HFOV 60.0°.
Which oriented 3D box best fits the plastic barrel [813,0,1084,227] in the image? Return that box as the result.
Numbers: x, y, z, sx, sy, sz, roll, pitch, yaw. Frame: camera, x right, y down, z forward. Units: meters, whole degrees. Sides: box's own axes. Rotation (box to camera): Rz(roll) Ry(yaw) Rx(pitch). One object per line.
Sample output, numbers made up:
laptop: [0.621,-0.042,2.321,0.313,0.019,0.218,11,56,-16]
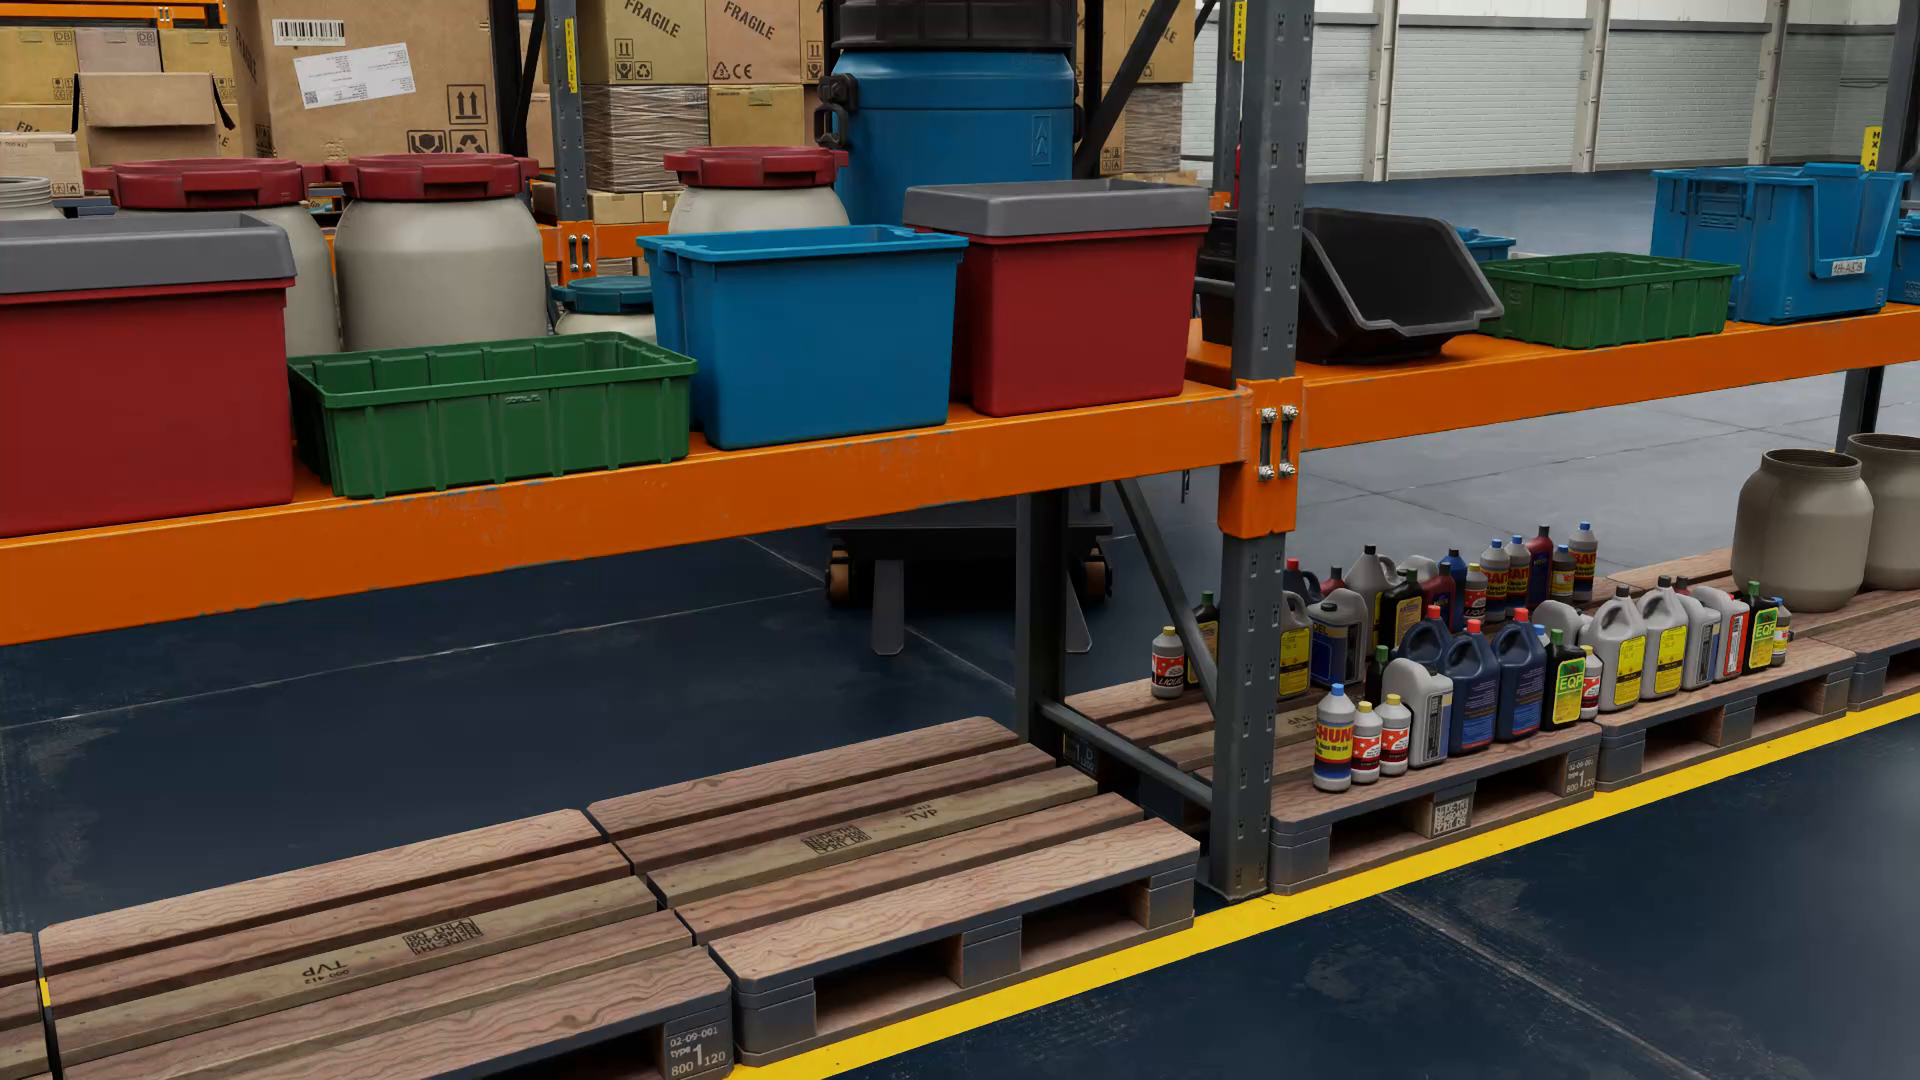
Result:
plastic barrel: [-0.018,-0.913,4.181,0.708,0.901,0.600,-9,18,-30]

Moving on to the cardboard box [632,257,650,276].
cardboard box: [-2.421,-2.466,13.807,0.875,0.875,0.875,-10,18,-31]

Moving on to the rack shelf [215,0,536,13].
rack shelf: [-5.471,-5.470,17.142,4.000,0.370,1.077,-9,18,-30]

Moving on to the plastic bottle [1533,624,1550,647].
plastic bottle: [1.643,0.375,4.755,0.097,0.271,0.097,0,16,0]

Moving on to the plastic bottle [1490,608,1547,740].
plastic bottle: [1.536,0.366,4.640,0.185,0.351,0.144,-10,19,-32]

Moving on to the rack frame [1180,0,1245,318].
rack frame: [1.347,-2.357,10.262,0.127,3.000,1.000,-9,18,-30]

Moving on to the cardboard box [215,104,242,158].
cardboard box: [-5.293,-2.807,11.679,0.500,0.500,0.500,-9,18,-30]

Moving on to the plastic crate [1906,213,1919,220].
plastic crate: [3.623,-1.001,5.699,0.616,0.251,0.499,-9,18,-30]

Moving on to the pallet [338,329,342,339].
pallet: [-5.172,-1.496,12.354,1.213,0.211,1.003,-9,18,-30]

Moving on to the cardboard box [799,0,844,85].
cardboard box: [-0.709,-2.617,8.600,0.500,0.500,0.500,-9,18,-30]

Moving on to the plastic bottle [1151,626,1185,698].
plastic bottle: [0.619,0.358,4.946,0.097,0.201,0.097,0,16,0]

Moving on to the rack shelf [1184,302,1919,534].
rack shelf: [2.183,-0.587,5.280,4.000,0.370,1.077,-9,18,-30]

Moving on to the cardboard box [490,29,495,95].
cardboard box: [-3.804,-3.702,12.780,0.550,0.550,0.875,-9,18,-30]

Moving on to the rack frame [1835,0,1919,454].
rack frame: [3.898,-1.211,6.174,0.127,3.000,1.000,-9,18,-30]

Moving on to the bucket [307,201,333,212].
bucket: [-5.621,-2.671,14.630,0.620,0.611,0.726,-13,17,-8]

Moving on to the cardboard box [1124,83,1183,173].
cardboard box: [0.861,-2.479,9.959,0.500,0.500,0.875,-9,18,-30]

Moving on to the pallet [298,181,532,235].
pallet: [-2.812,-1.636,8.046,1.213,0.211,1.003,-9,18,-30]

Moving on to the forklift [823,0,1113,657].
forklift: [0.021,-1.243,6.414,1.130,2.935,3.031,-1,16,-2]

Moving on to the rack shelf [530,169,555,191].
rack shelf: [-2.835,-2.895,13.512,4.000,0.370,1.077,-9,18,-30]

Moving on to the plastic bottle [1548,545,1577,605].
plastic bottle: [2.094,0.118,5.799,0.097,0.201,0.097,0,16,0]

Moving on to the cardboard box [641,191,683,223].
cardboard box: [-1.522,-1.672,8.284,0.250,0.149,0.380,-9,18,-30]

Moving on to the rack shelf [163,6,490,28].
rack shelf: [-8.031,-6.618,21.237,4.000,0.370,1.077,-9,18,-30]

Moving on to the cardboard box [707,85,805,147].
cardboard box: [-1.218,-2.102,8.616,0.500,0.500,0.875,-9,18,-30]

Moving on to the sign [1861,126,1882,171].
sign: [3.618,-1.473,6.593,0.005,0.325,0.100,-9,18,-30]

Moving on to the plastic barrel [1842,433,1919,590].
plastic barrel: [3.373,-0.107,6.064,0.421,0.512,0.421,0,16,0]

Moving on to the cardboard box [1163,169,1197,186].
cardboard box: [1.209,-2.149,9.984,0.250,0.149,0.380,-9,18,-30]

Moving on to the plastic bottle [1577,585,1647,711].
plastic bottle: [1.901,0.307,4.851,0.185,0.351,0.144,-9,18,-30]

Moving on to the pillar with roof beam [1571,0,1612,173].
pillar with roof beam: [15.412,-11.139,30.474,0.400,9.000,9.100,-9,18,-30]

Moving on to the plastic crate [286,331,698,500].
plastic crate: [-0.879,-0.246,3.123,0.662,0.188,0.450,-9,18,-30]

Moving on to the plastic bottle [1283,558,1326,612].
plastic bottle: [1.037,0.225,5.141,0.185,0.351,0.144,-10,19,-32]

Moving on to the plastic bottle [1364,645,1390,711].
plastic bottle: [1.175,0.422,4.565,0.133,0.283,0.061,-9,18,-30]

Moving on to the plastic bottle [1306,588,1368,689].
plastic bottle: [1.135,0.292,5.042,0.135,0.276,0.152,-9,18,-30]

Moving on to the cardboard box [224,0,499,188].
cardboard box: [-2.835,-2.214,7.863,1.000,1.000,1.000,-9,18,-29]

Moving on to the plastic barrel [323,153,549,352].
plastic barrel: [-1.093,-0.537,3.515,0.433,0.535,0.433,0,16,0]

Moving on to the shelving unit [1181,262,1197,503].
shelving unit: [0.868,-0.804,8.053,0.503,1.200,0.258,4,16,12]

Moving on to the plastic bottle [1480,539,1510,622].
plastic bottle: [1.803,0.132,5.622,0.097,0.271,0.097,0,16,0]

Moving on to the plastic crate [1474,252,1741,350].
plastic crate: [1.778,-0.677,4.659,0.662,0.188,0.450,-9,18,-30]

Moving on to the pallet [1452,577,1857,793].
pallet: [2.113,0.433,5.475,1.213,0.211,1.003,-9,18,-30]

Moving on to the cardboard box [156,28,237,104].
cardboard box: [-5.412,-3.350,11.766,0.500,0.500,0.700,-10,18,-31]

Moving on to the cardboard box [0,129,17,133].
cardboard box: [-4.220,-1.677,7.306,0.258,0.266,0.396,-10,18,-31]

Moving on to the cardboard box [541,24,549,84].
cardboard box: [-1.838,-2.600,8.540,0.500,0.500,0.500,-9,18,-30]

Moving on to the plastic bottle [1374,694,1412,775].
plastic bottle: [1.142,0.509,4.406,0.097,0.201,0.097,0,16,0]

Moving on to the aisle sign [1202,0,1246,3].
aisle sign: [1.554,-3.548,9.694,0.004,0.787,0.394,-9,18,-30]

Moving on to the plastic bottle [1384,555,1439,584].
plastic bottle: [1.455,0.195,5.389,0.135,0.276,0.152,-9,18,-29]

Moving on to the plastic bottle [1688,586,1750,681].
plastic bottle: [2.319,0.274,5.108,0.135,0.276,0.152,-9,18,-29]
